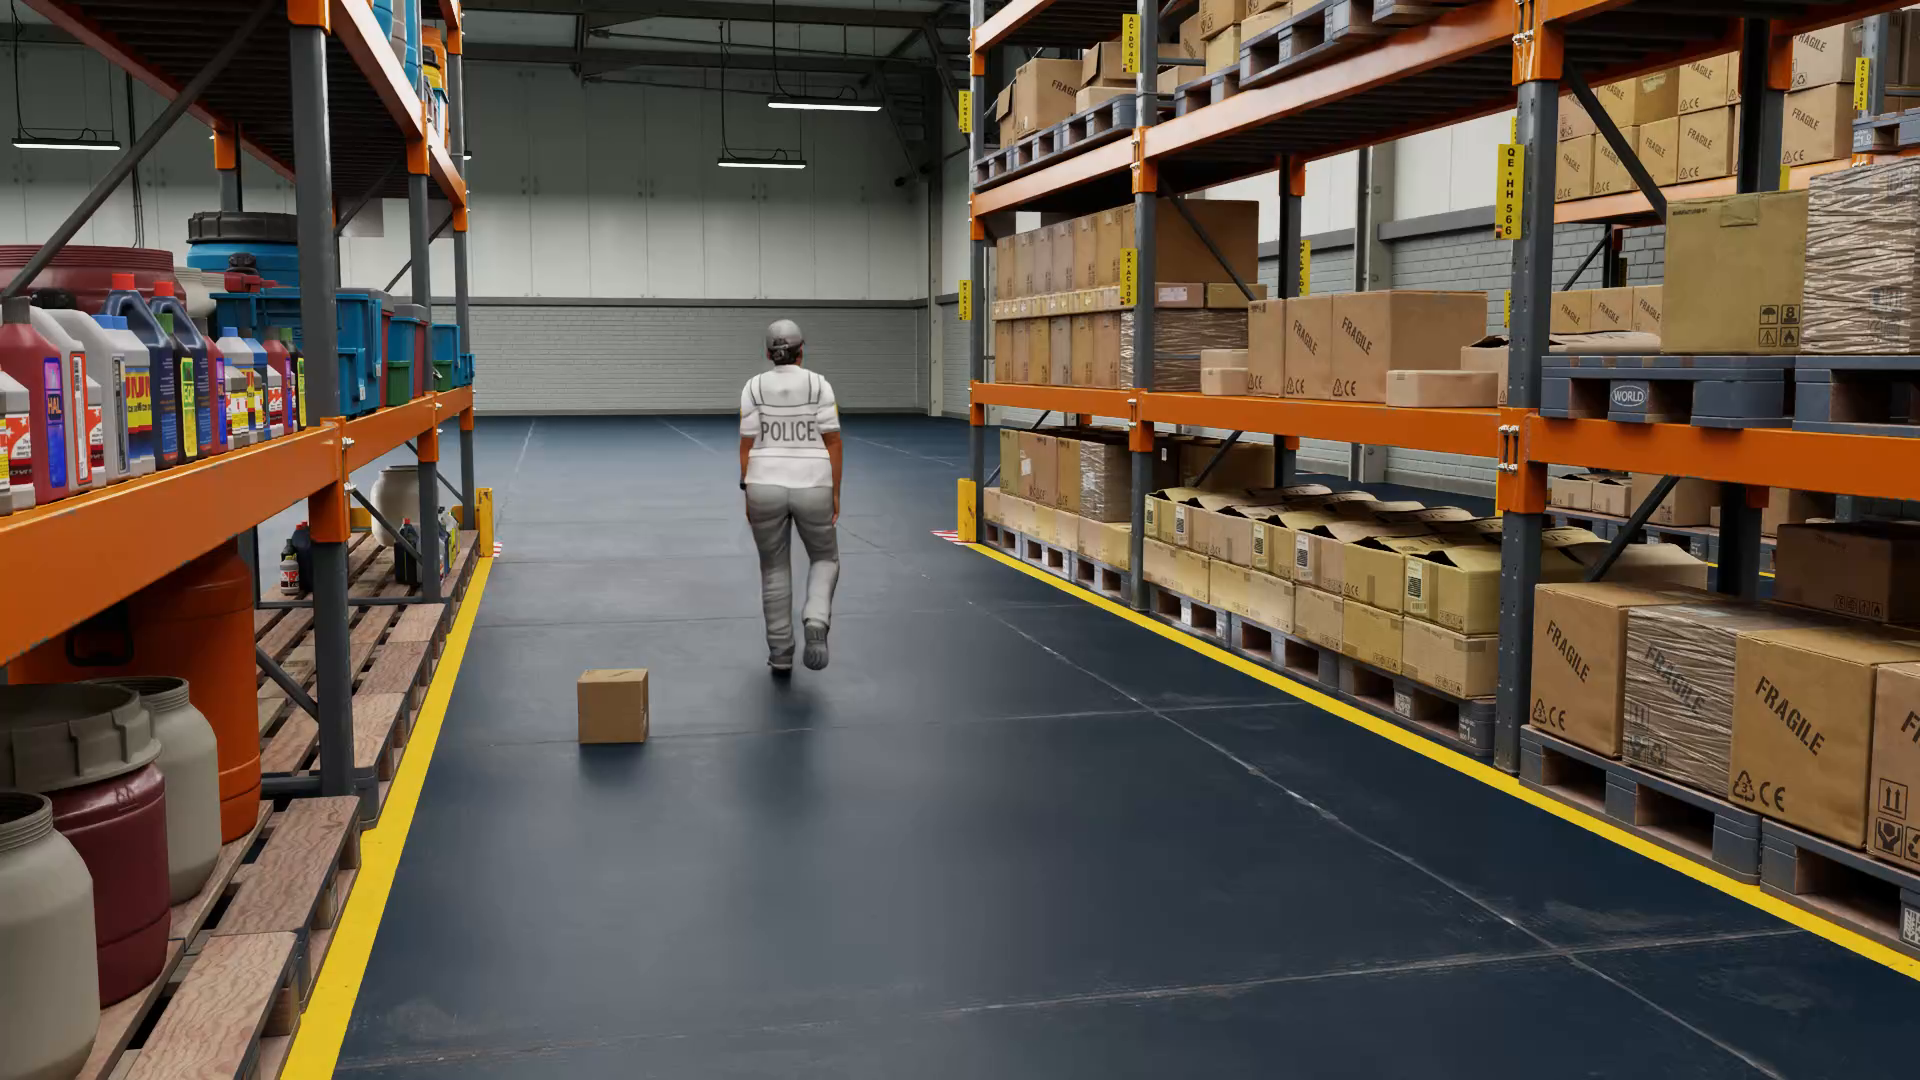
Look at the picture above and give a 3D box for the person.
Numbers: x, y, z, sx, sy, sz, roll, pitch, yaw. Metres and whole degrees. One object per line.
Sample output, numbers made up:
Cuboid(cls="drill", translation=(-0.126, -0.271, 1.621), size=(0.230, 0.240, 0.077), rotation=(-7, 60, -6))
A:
Cuboid(cls="person", translation=(-0.794, -0.205, 7.834), size=(0.486, 1.653, 0.484), rotation=(0, 6, -4))
